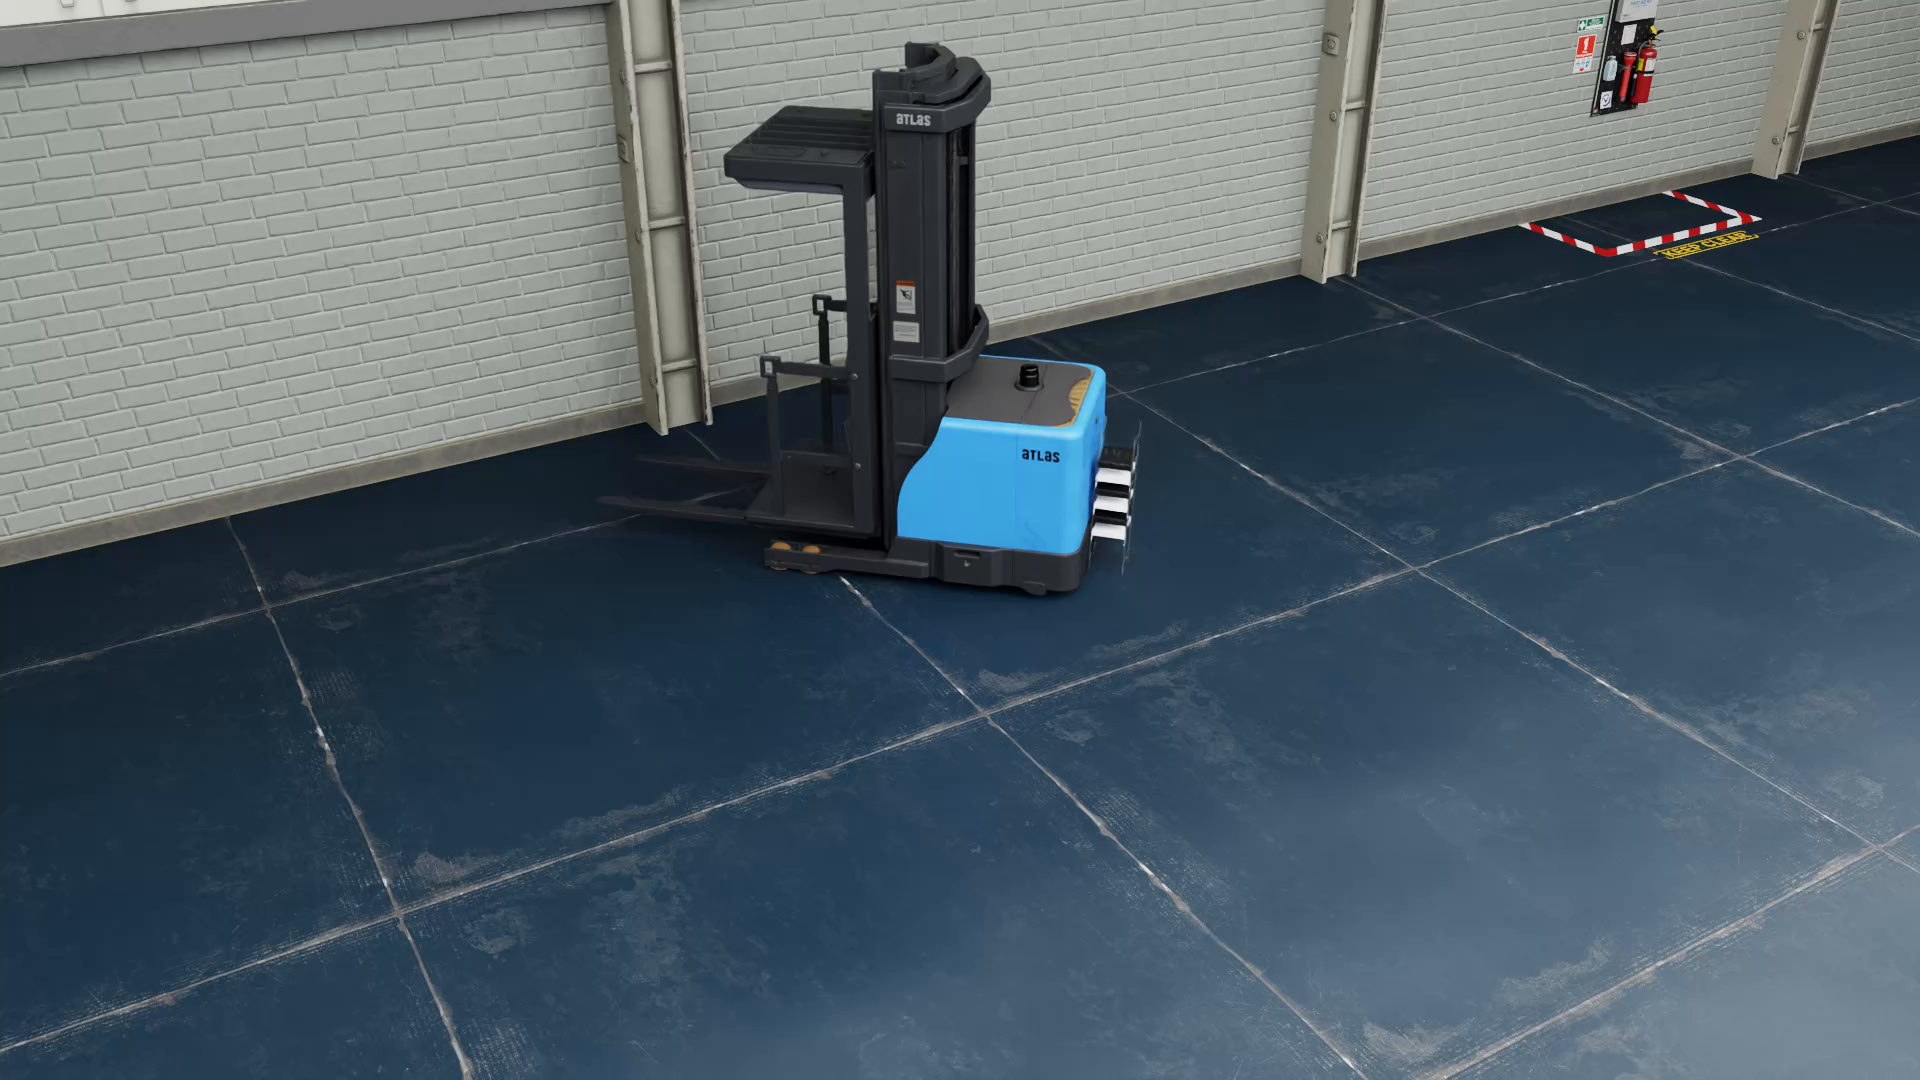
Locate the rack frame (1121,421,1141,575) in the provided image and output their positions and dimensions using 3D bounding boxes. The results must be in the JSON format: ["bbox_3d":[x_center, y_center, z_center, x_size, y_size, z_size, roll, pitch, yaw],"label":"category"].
[{"bbox_3d":[1.006,-0.243,9.759,0.006,0.900,0.240,8,30,11],"label":"rack frame"}]

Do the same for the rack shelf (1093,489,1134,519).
[{"bbox_3d":[0.906,-0.229,9.794,0.200,0.077,0.258,8,30,11],"label":"rack shelf"}]

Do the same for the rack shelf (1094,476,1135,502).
[{"bbox_3d":[0.909,-0.307,9.750,0.200,0.077,0.258,8,30,11],"label":"rack shelf"}]

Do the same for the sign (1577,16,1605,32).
[{"bbox_3d":[5.688,-4.652,14.989,0.331,0.109,0.001,-16,33,-26],"label":"sign"}]

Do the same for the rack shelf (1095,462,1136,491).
[{"bbox_3d":[0.912,-0.385,9.706,0.200,0.077,0.258,8,30,11],"label":"rack shelf"}]

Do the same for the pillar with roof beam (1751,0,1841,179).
[{"bbox_3d":[10.539,-5.921,11.666,0.400,9.000,9.100,-16,33,-26],"label":"pillar with roof beam"}]

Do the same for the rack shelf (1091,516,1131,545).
[{"bbox_3d":[0.900,-0.072,9.883,0.200,0.077,0.258,8,30,11],"label":"rack shelf"}]

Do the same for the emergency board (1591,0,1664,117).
[{"bbox_3d":[6.208,-4.499,15.298,0.643,1.169,0.194,-16,33,-26],"label":"emergency board"}]

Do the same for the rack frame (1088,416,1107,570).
[{"bbox_3d":[0.808,-0.272,9.798,0.006,0.900,0.240,8,30,11],"label":"rack frame"}]

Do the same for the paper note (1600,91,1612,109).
[{"bbox_3d":[6.021,-4.099,15.484,0.142,0.148,0.016,-16,33,-26],"label":"paper note"}]

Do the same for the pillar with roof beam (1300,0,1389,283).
[{"bbox_3d":[5.366,-4.452,9.005,0.400,9.000,9.100,-16,33,-26],"label":"pillar with roof beam"}]

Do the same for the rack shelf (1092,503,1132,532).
[{"bbox_3d":[0.903,-0.150,9.839,0.200,0.077,0.258,8,30,11],"label":"rack shelf"}]

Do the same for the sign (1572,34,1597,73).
[{"bbox_3d":[5.679,-4.422,15.122,0.234,0.329,0.001,-16,33,-26],"label":"sign"}]

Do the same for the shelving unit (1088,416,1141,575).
[{"bbox_3d":[0.907,-0.258,9.778,0.210,0.900,0.258,8,30,11],"label":"shelving unit"}]

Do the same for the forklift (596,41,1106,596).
[{"bbox_3d":[-0.691,-1.322,9.611,3.031,2.935,1.130,6,30,11],"label":"forklift"}]

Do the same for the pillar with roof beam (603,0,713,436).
[{"bbox_3d":[0.193,-2.984,6.343,0.400,9.000,9.100,-16,33,-26],"label":"pillar with roof beam"}]

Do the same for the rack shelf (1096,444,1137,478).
[{"bbox_3d":[0.915,-0.464,9.662,0.200,0.077,0.258,8,30,11],"label":"rack shelf"}]
